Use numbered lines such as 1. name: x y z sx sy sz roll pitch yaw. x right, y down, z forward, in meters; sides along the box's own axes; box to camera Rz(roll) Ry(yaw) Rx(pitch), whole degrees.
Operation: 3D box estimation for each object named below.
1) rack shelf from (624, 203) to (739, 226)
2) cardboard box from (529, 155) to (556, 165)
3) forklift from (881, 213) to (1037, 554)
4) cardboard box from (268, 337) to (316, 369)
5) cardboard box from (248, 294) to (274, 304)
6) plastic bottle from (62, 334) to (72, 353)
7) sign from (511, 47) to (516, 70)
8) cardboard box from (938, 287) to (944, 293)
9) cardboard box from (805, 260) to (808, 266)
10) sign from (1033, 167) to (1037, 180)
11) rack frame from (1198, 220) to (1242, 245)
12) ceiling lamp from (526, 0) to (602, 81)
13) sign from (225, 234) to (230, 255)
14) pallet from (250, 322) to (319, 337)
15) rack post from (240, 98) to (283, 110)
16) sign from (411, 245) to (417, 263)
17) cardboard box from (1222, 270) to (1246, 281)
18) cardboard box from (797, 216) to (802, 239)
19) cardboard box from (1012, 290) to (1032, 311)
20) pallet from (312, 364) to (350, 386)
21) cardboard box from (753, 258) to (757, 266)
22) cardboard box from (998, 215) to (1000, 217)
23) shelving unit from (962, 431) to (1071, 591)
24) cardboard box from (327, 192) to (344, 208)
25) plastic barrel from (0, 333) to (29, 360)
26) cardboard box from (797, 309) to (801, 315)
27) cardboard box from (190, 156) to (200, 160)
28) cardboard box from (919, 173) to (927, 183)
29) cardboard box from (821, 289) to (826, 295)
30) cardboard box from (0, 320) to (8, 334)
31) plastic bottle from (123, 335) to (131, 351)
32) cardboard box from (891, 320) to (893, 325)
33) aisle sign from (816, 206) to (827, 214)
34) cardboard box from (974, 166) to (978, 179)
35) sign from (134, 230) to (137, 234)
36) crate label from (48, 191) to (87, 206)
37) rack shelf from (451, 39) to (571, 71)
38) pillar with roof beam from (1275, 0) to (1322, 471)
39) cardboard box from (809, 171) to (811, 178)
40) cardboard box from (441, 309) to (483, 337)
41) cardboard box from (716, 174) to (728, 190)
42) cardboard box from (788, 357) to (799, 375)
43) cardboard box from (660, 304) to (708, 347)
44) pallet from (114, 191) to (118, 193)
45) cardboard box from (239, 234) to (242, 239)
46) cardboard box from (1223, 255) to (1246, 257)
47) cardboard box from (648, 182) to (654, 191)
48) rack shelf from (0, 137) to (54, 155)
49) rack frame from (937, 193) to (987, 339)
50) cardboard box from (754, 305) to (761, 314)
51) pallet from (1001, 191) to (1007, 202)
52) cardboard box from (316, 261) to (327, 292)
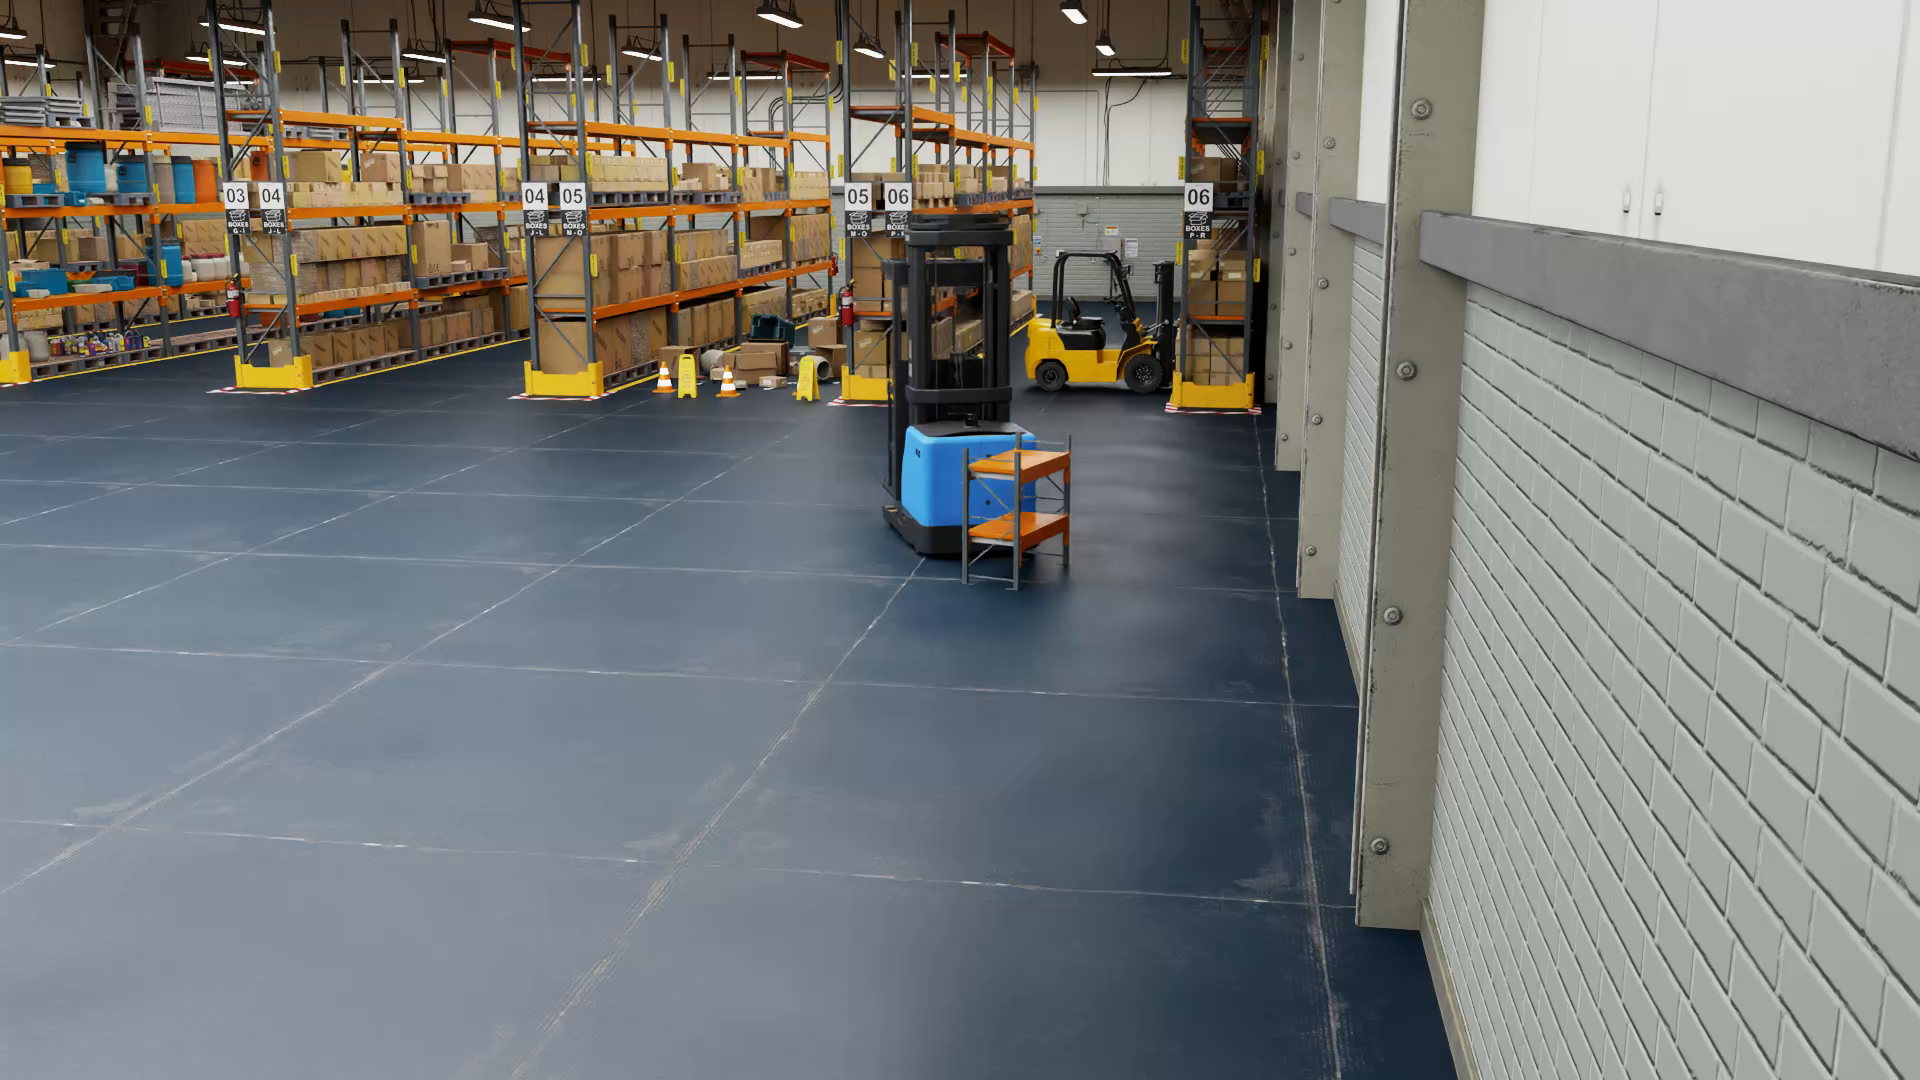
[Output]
1. rack shelf: -5.185 -6.093 30.989 1.077 0.370 4.000 2 12 9
2. cardboard box: -6.392 -5.798 25.382 0.380 0.149 0.250 2 12 9
3. forklift: -0.130 -1.575 15.600 1.130 2.935 3.031 -3 12 -12
4. cardboard box: -10.881 -3.024 27.097 0.500 0.500 0.500 4 13 19
5. cardboard box: -11.154 -3.854 26.610 0.380 0.149 0.250 2 12 9
6. plastic bottle: -15.930 -3.503 29.628 0.144 0.351 0.185 2 12 11
7. sign: -6.642 -7.178 24.790 0.100 0.325 0.005 2 12 9
8. cardboard box: -0.557 -4.301 27.142 0.500 0.500 0.500 2 12 10
9. cardboard box: -3.741 -6.428 38.555 0.380 0.149 0.250 2 12 11
10. sign: 1.793 -8.760 39.746 0.100 0.325 0.005 2 12 9
11. rack frame: 5.549 -5.928 35.636 1.000 3.000 0.127 2 12 9
12. ceiling lamp: -10.526 -13.665 43.444 2.000 3.185 0.800 2 12 9
13. sign: -11.539 -4.654 26.225 0.100 0.325 0.005 2 12 9
14. pallet: -14.577 -4.539 35.811 1.003 0.211 1.213 2 12 9
15. rack post: -14.634 -9.087 34.830 0.624 0.289 0.986 2 12 9
16. sign: -9.841 -5.151 29.975 0.100 0.325 0.005 2 12 9
17. cardboard box: 4.012 -3.858 24.254 0.380 0.149 0.250 2 12 7
18. cardboard box: -3.888 -7.105 37.780 0.500 0.500 0.500 2 12 7
19. cardboard box: 1.257 -5.733 39.815 0.875 0.438 0.875 1 12 7
20. pallet: -10.822 -2.732 27.424 1.003 0.211 1.213 2 12 9
21. cardboard box: -4.449 -5.787 34.583 0.380 0.149 0.250 2 12 11
22. cardboard box: 0.717 -7.441 38.506 0.380 0.149 0.250 2 12 9
23. shelving unit: 0.477 -0.262 13.795 0.538 1.125 1.048 6 14 26
24. cardboard box: -10.511 -5.606 27.380 0.500 0.250 0.500 2 12 8
25. plastic barrel: -15.862 -3.200 27.887 0.421 0.512 0.421 0 12 0
26. cardboard box: -3.861 -5.213 38.089 0.380 0.149 0.250 2 12 8
27. cardboard box: -18.682 -8.937 39.866 0.700 0.500 0.500 2 12 9
28. cardboard box: -0.711 -5.543 25.436 0.380 0.149 0.250 2 12 8
29. cardboard box: -3.478 -6.044 40.533 0.380 0.149 0.250 2 12 9
30. cardboard box: -19.623 -4.323 33.717 0.500 0.250 0.500 2 12 10
31. plastic bottle: -15.100 -3.573 30.111 0.061 0.283 0.133 3 12 12
32. cardboard box: -1.262 -3.495 26.560 0.380 0.149 0.250 2 12 11
33. aisle sign: -3.340 -8.336 40.640 0.394 0.787 0.004 2 12 9
34. cardboard box: -0.062 -7.061 32.530 0.797 0.503 0.637 1 12 5
35. sign: -19.473 -7.170 39.344 0.100 0.325 0.005 2 12 9
36. crate label: -15.273 -5.844 28.480 0.502 0.251 0.408 2 12 9
37. rack shelf: -9.456 -10.198 35.030 1.077 0.370 4.000 2 12 9
38. pillar with roof beam: -0.475 -5.369 18.801 9.100 9.000 0.400 2 12 9
39. cardboard box: -3.667 -8.494 38.645 0.380 0.149 0.250 2 12 7
40. cardboard box: -9.919 -4.313 33.034 0.700 0.500 0.500 1 12 4
41. cardboard box: -4.742 -6.844 31.745 0.500 0.311 0.500 2 12 9
42. cardboard box: -2.832 -2.986 28.475 0.258 0.266 0.396 -7 14 -30
43. cardboard box: -5.334 -4.000 31.035 1.050 0.750 0.750 2 12 9
44. pallet: -19.262 -7.756 37.443 1.213 0.211 1.003 2 12 9
45. cardboard box: -18.269 -7.786 41.648 0.500 0.500 0.500 2 12 10
46. cardboard box: 4.233 -4.325 25.716 0.380 0.149 0.250 2 12 9
47. cardboard box: -5.349 -5.914 27.813 0.380 0.149 0.250 2 12 9
48. rack shelf: -19.859 -7.867 33.052 1.077 0.370 4.000 2 12 9
49. rack frame: 0.029 -5.255 32.515 1.000 3.000 0.127 2 12 9
50. cardboard box: -4.443 -4.622 34.511 0.500 0.500 0.500 2 12 9
51. pallet: 0.552 -7.268 35.189 0.805 0.209 1.217 1 12 6
52. cardboard box: -10.924 -4.327 27.263 0.875 0.500 0.500 2 12 9
